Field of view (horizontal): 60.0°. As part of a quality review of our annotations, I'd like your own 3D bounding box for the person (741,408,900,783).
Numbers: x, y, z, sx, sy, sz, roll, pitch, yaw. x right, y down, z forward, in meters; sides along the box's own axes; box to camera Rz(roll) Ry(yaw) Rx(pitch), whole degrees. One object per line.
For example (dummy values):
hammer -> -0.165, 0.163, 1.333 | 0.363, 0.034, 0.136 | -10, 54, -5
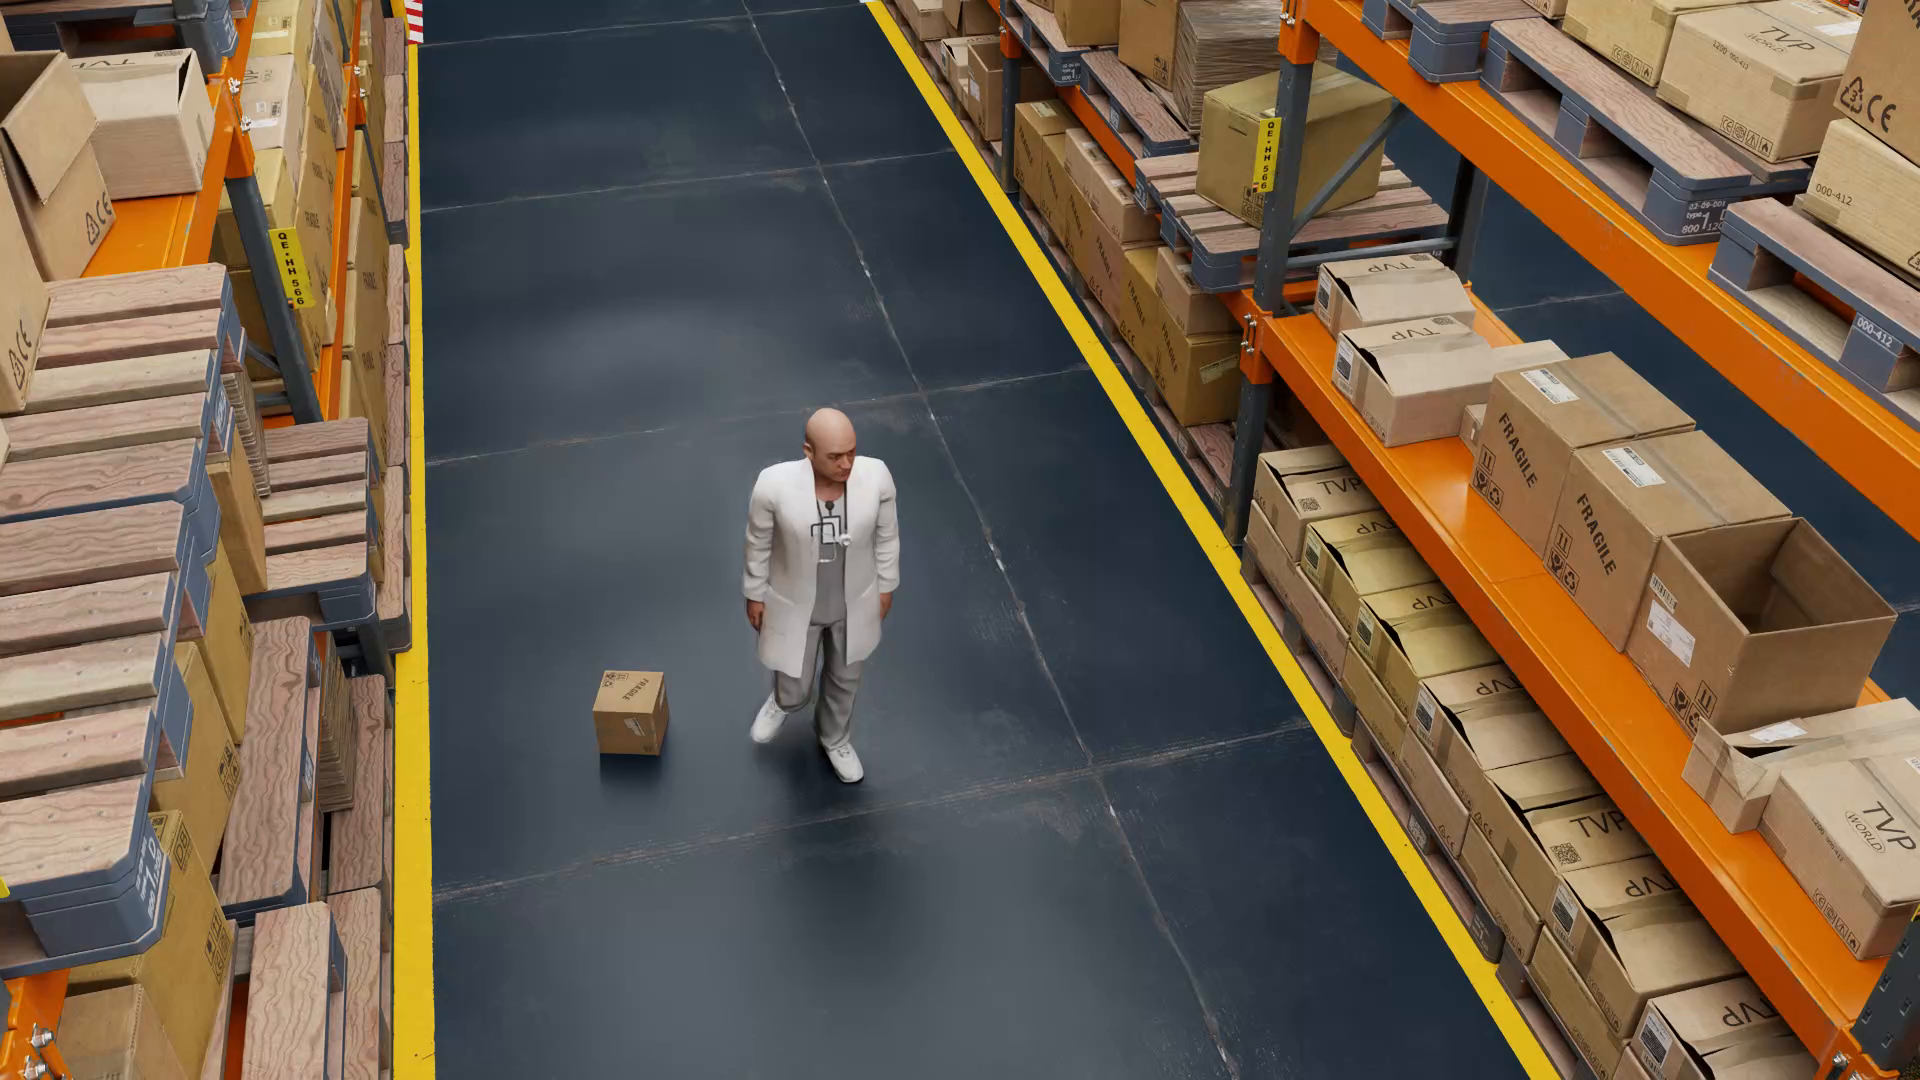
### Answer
person -> -0.547, 0.191, 6.467 | 0.628, 1.772, 0.578 | -10, 39, -13
